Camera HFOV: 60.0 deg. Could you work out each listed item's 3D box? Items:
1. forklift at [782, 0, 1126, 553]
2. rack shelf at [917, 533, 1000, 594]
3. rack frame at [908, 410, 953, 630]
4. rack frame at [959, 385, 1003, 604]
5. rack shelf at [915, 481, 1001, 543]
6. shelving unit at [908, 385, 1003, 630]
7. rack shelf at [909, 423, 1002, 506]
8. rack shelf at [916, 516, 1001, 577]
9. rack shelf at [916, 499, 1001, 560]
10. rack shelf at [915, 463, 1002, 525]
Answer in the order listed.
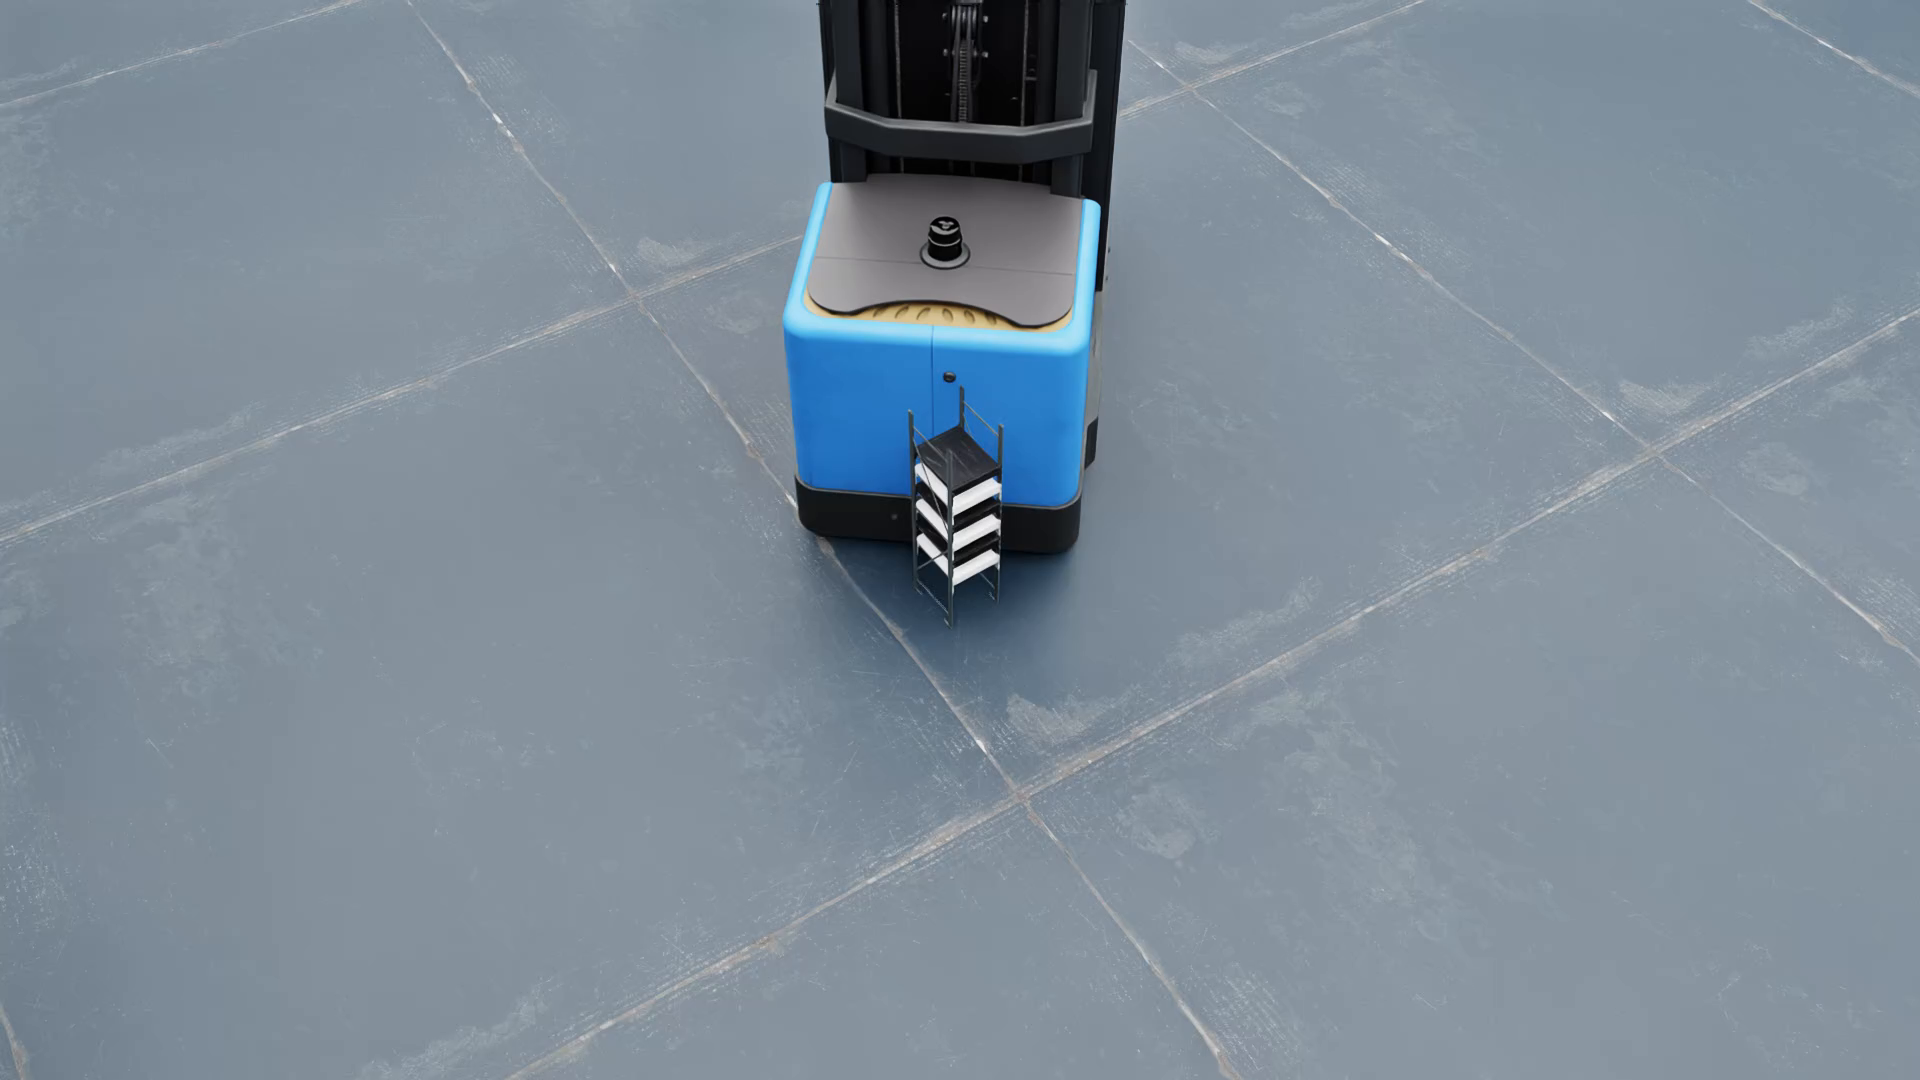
[{"bbox_3d":[0.069,-2.037,6.101,1.130,2.935,3.031,5,48,4],"label":"forklift"},{"bbox_3d":[-0.014,0.046,5.892,0.200,0.077,0.258,-28,54,-23],"label":"rack shelf"},{"bbox_3d":[-0.097,-0.052,5.694,0.006,0.900,0.240,-28,54,-23],"label":"rack frame"},{"bbox_3d":[0.069,-0.140,5.772,0.006,0.900,0.240,-28,54,-23],"label":"rack frame"},{"bbox_3d":[-0.014,-0.134,5.691,0.200,0.077,0.258,-28,54,-23],"label":"rack shelf"},{"bbox_3d":[-0.014,-0.096,5.733,0.210,0.900,0.258,-28,54,-23],"label":"shelving unit"},{"bbox_3d":[-0.014,-0.254,5.556,0.200,0.077,0.258,-28,54,-23],"label":"rack shelf"},{"bbox_3d":[-0.014,-0.014,5.825,0.200,0.077,0.258,-28,54,-23],"label":"rack shelf"},{"bbox_3d":[-0.014,-0.074,5.758,0.200,0.077,0.258,-28,54,-23],"label":"rack shelf"},{"bbox_3d":[-0.014,-0.194,5.623,0.200,0.077,0.258,-28,54,-23],"label":"rack shelf"}]
